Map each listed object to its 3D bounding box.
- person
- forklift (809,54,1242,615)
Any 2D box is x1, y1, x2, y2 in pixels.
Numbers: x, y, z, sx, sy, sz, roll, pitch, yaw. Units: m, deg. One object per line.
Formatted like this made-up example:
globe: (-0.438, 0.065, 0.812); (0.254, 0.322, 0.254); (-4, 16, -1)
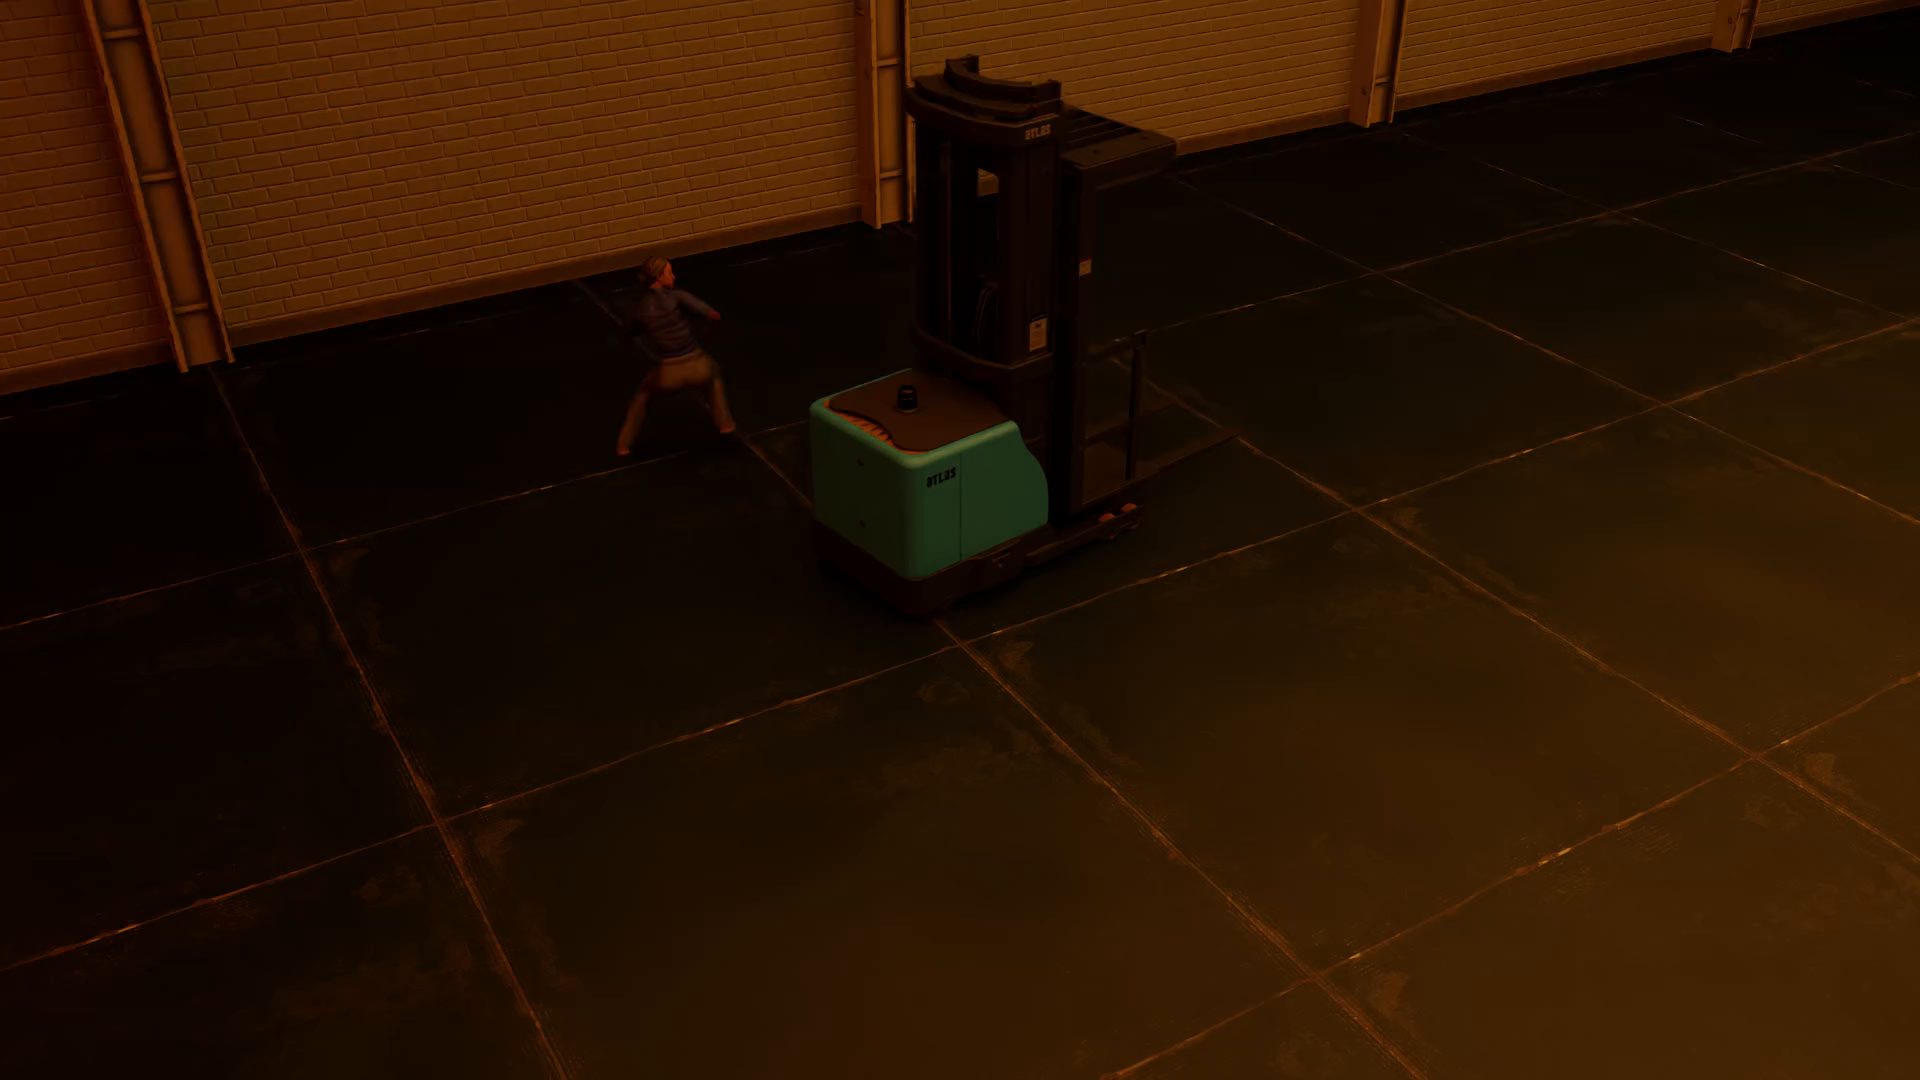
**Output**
person: (-1.981, -1.230, 11.251); (0.855, 1.443, 0.716); (-2, 31, -4)
forklift: (0.551, -1.445, 10.060); (3.031, 2.935, 1.130); (-23, 38, -34)
